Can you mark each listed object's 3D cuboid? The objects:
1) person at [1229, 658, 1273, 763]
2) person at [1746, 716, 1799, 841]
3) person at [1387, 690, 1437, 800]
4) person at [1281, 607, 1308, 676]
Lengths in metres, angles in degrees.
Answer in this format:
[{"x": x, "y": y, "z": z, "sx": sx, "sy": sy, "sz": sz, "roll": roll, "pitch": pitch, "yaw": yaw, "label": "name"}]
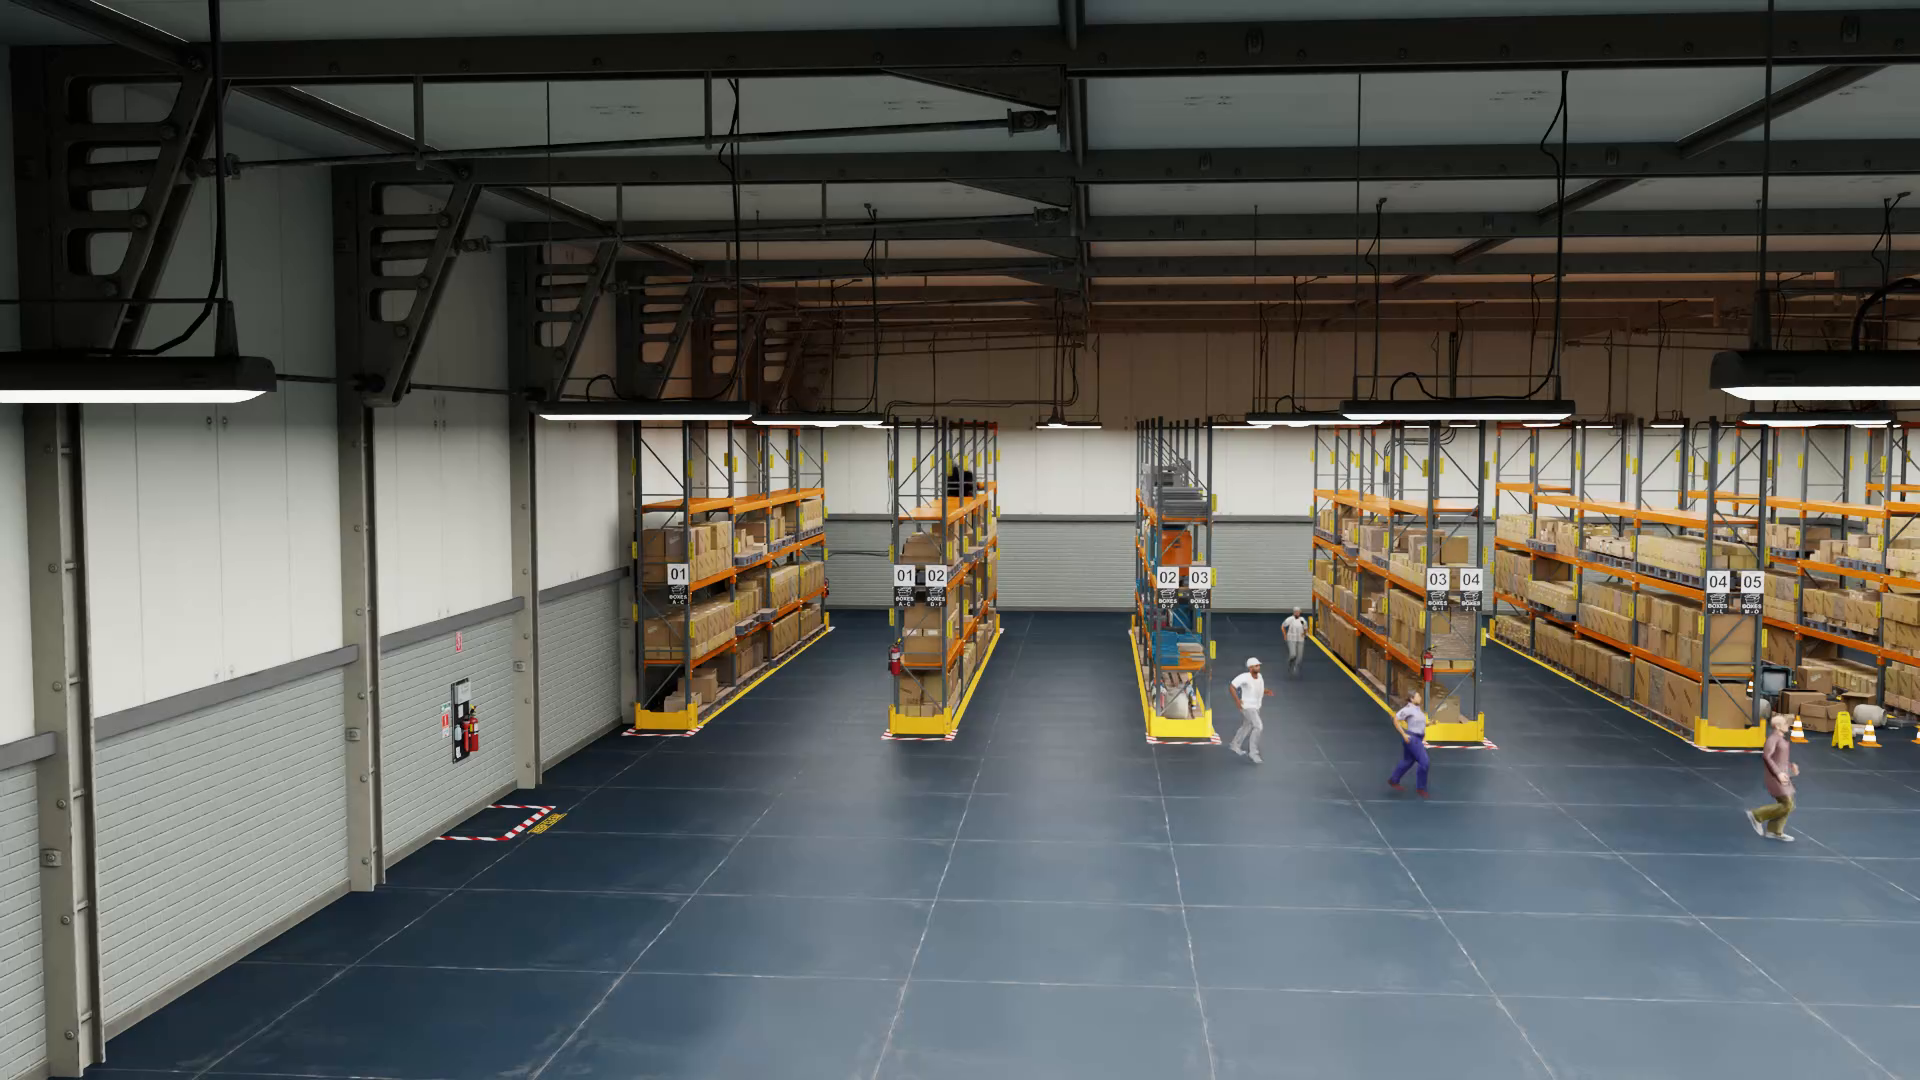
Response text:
[{"x": 5.062, "y": 2.947, "z": 29.004, "sx": 0.785, "sy": 1.822, "sz": 0.686, "roll": 3, "pitch": 5, "yaw": 39, "label": "person"}, {"x": 11.419, "y": 3.330, "z": 23.349, "sx": 0.635, "sy": 1.750, "sz": 0.731, "roll": 2, "pitch": 4, "yaw": 30, "label": "person"}, {"x": 7.091, "y": 3.200, "z": 26.080, "sx": 0.747, "sy": 1.711, "sz": 0.579, "roll": 2, "pitch": 4, "yaw": 25, "label": "person"}, {"x": 7.847, "y": 2.371, "z": 38.819, "sx": 0.592, "sy": 1.627, "sz": 0.583, "roll": 0, "pitch": 4, "yaw": -3, "label": "person"}]
